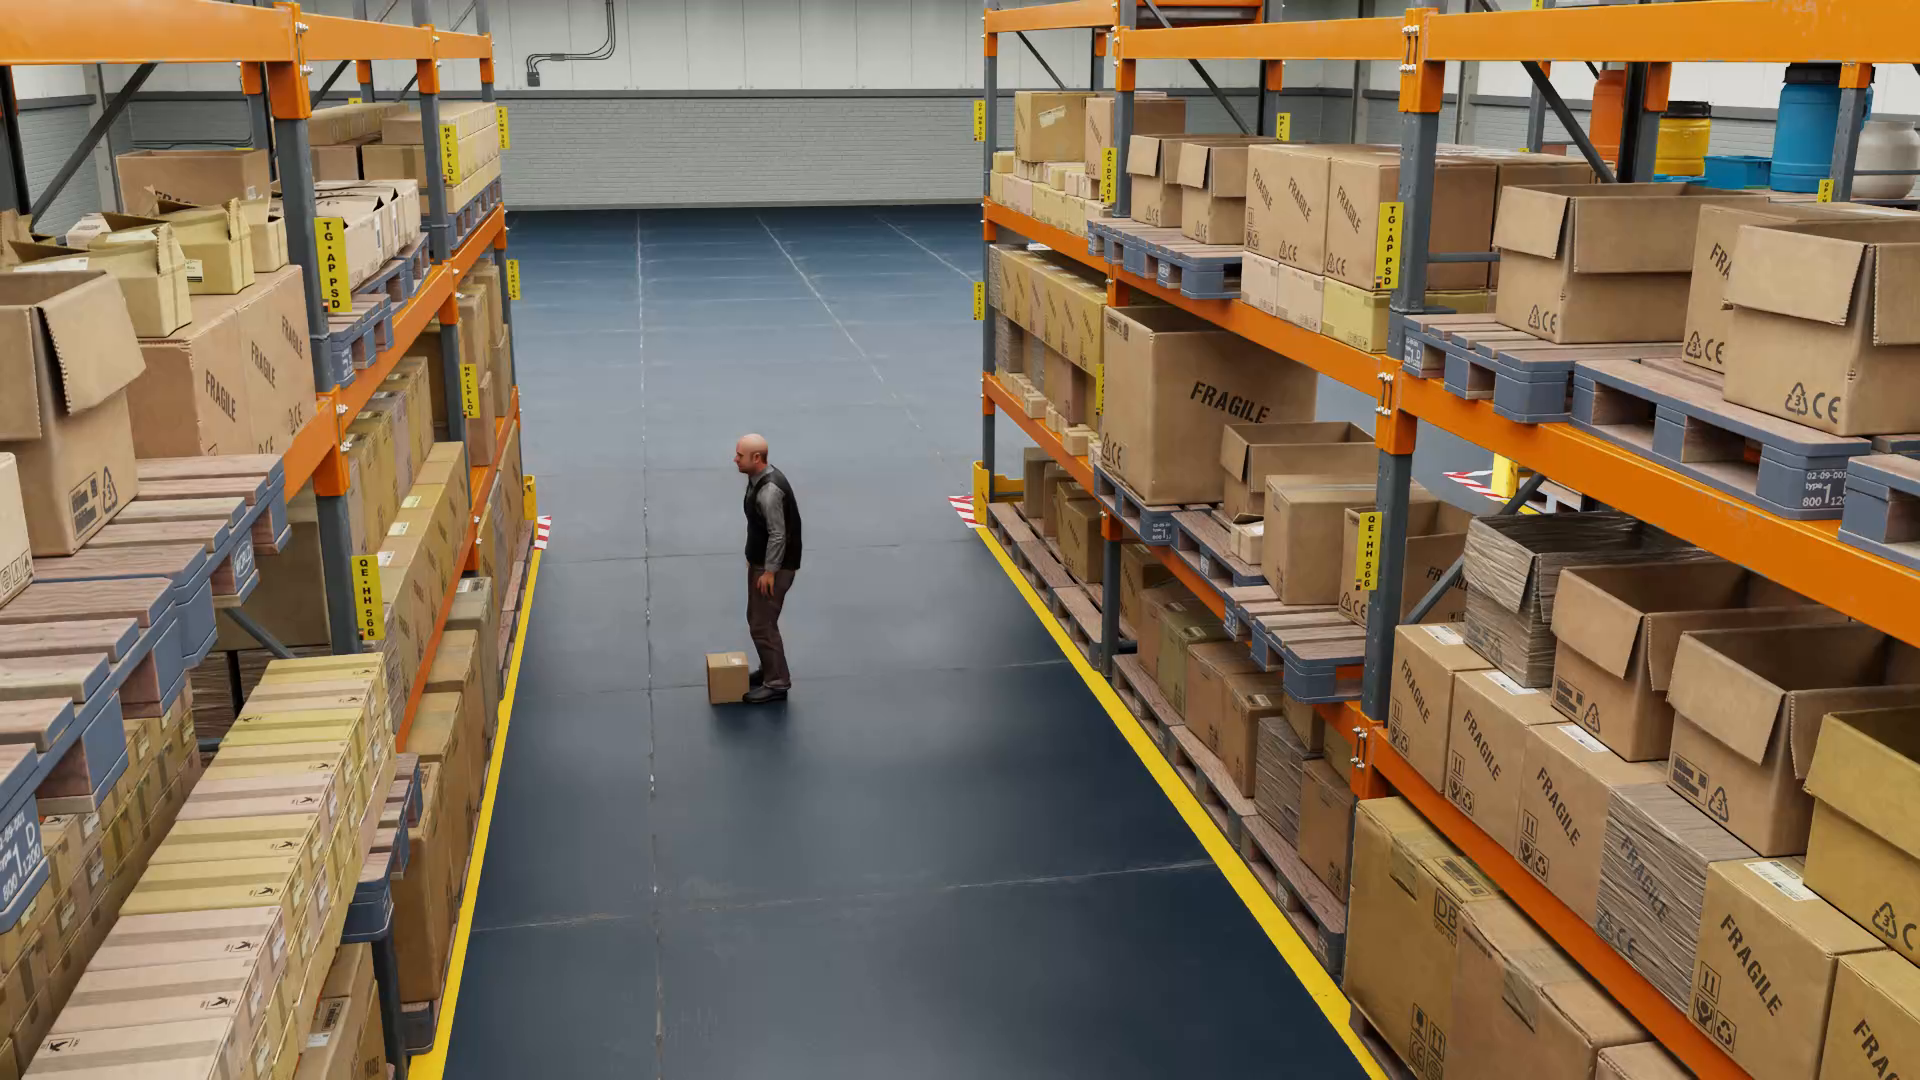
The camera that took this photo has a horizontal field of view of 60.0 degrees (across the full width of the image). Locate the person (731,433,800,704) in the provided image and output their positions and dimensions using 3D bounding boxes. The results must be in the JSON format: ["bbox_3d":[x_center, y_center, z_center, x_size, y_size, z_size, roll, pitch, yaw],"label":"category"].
[{"bbox_3d":[-1.215,0.161,10.525,0.412,1.721,0.586,-3,17,-11],"label":"person"}]
